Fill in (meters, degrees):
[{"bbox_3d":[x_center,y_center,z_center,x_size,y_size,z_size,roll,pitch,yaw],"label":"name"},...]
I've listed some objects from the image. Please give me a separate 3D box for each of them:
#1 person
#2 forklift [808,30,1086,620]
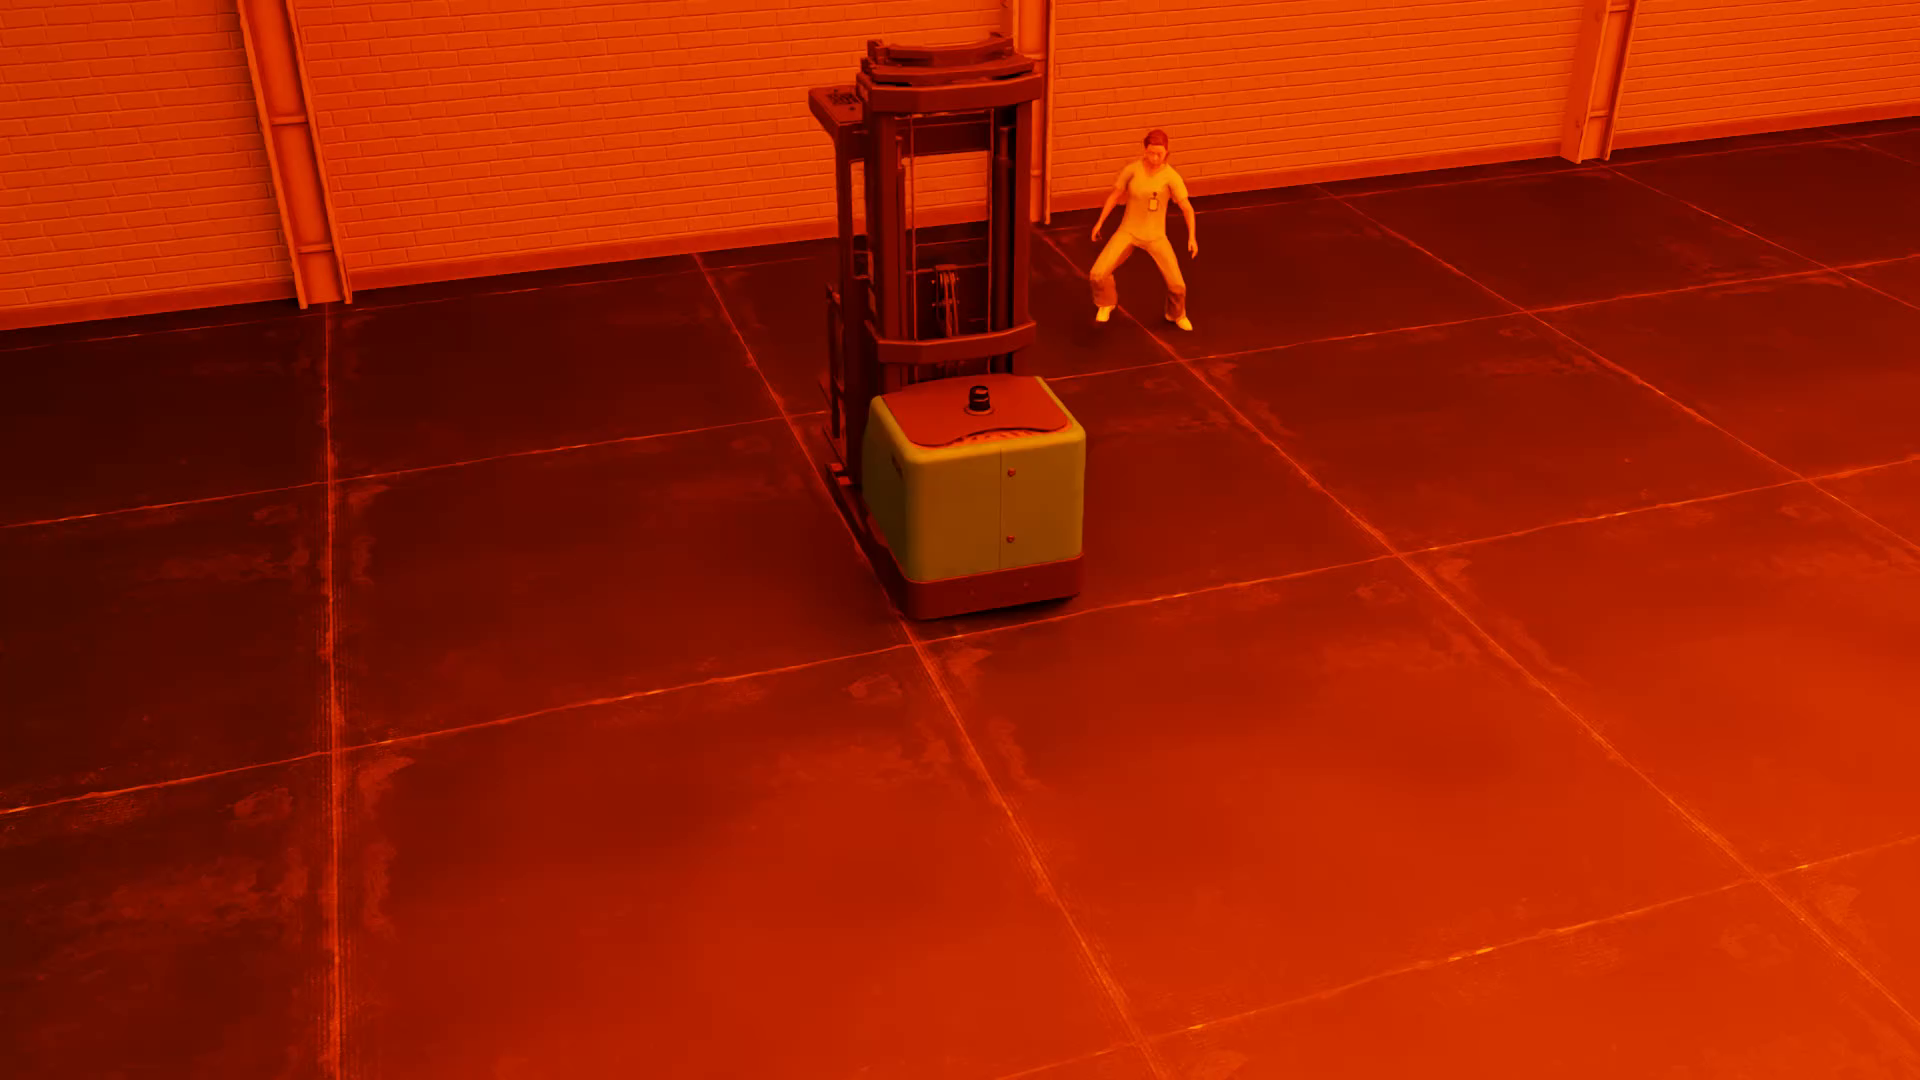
[{"bbox_3d":[1.400,-2.303,12.492,0.835,1.563,0.618,10,32,17],"label":"person"},{"bbox_3d":[-0.225,-1.554,9.787,1.130,2.935,3.031,-9,31,-15],"label":"forklift"}]
